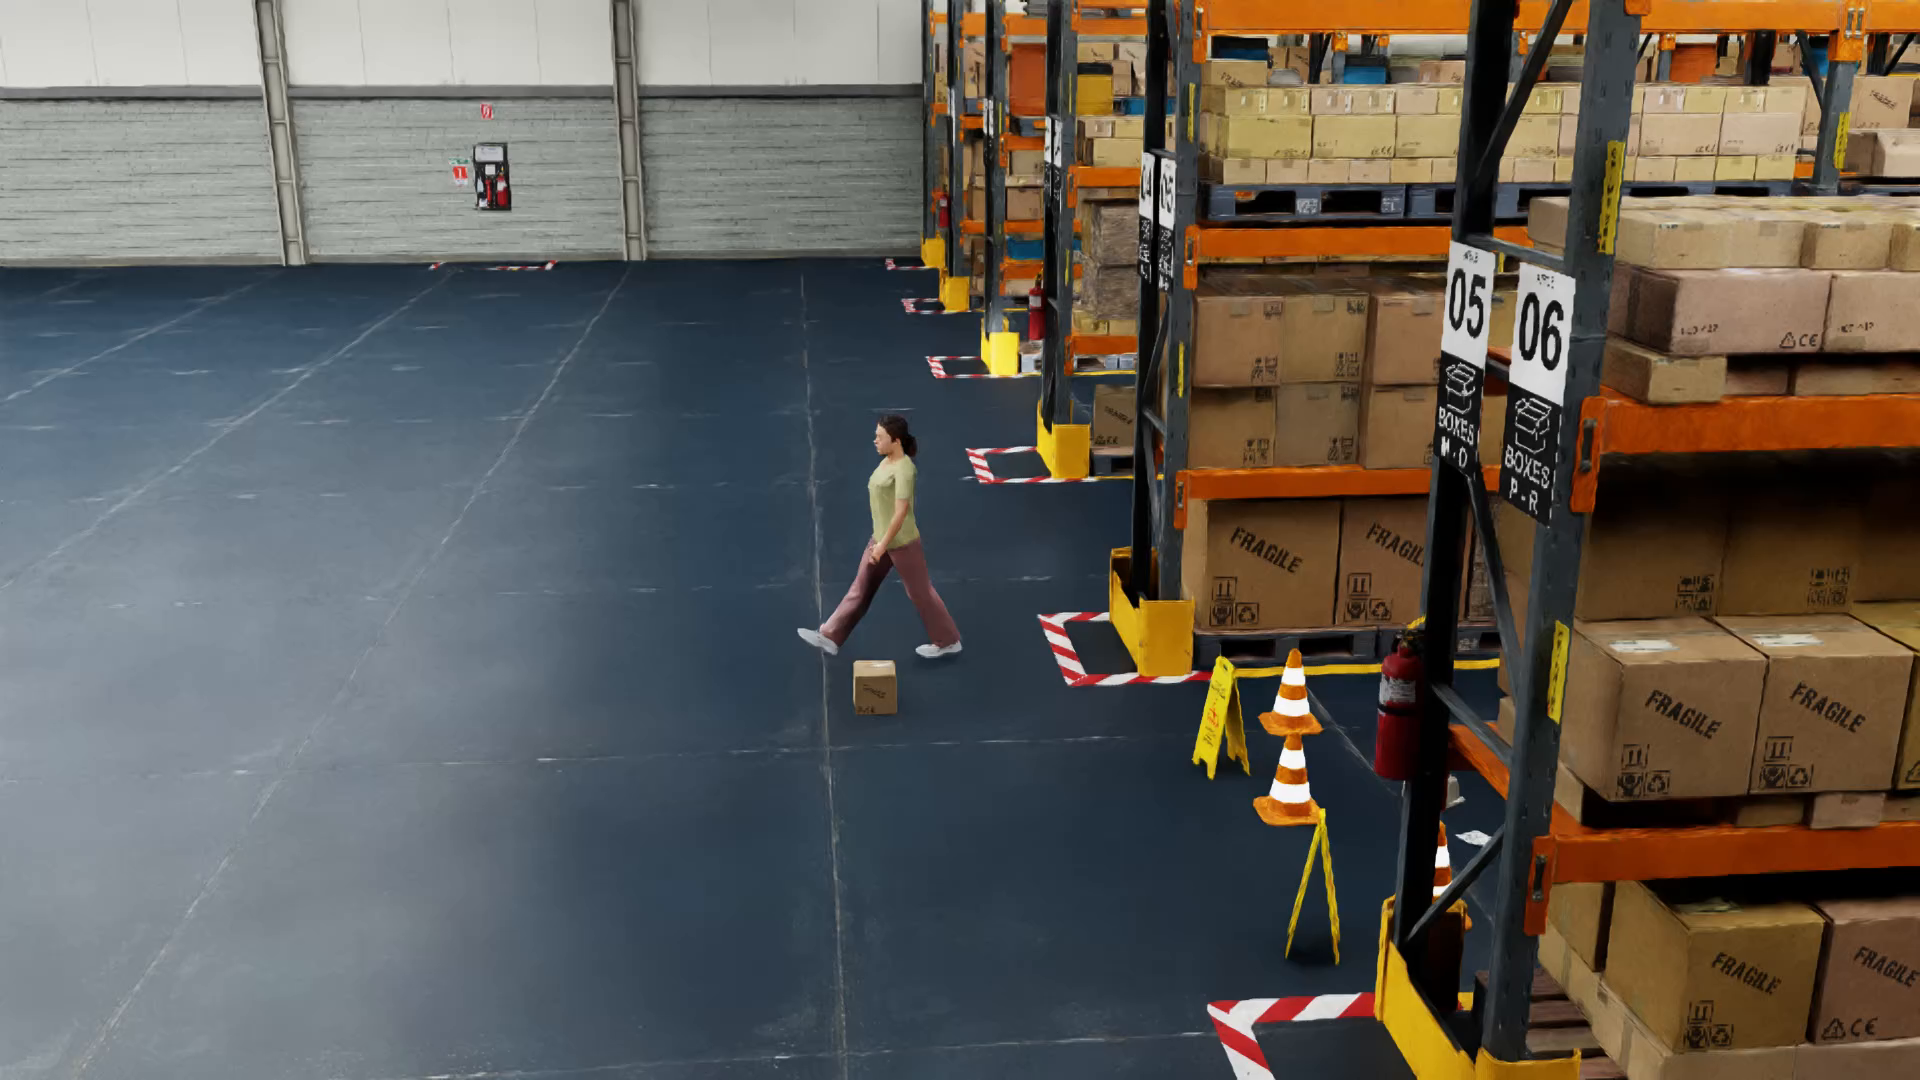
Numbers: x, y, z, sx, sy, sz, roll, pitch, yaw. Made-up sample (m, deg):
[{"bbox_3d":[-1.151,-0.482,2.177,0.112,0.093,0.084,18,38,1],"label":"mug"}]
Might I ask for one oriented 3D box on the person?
[{"bbox_3d":[-0.500,-0.003,10.586,1.026,1.609,0.476,-7,18,-23],"label":"person"}]
